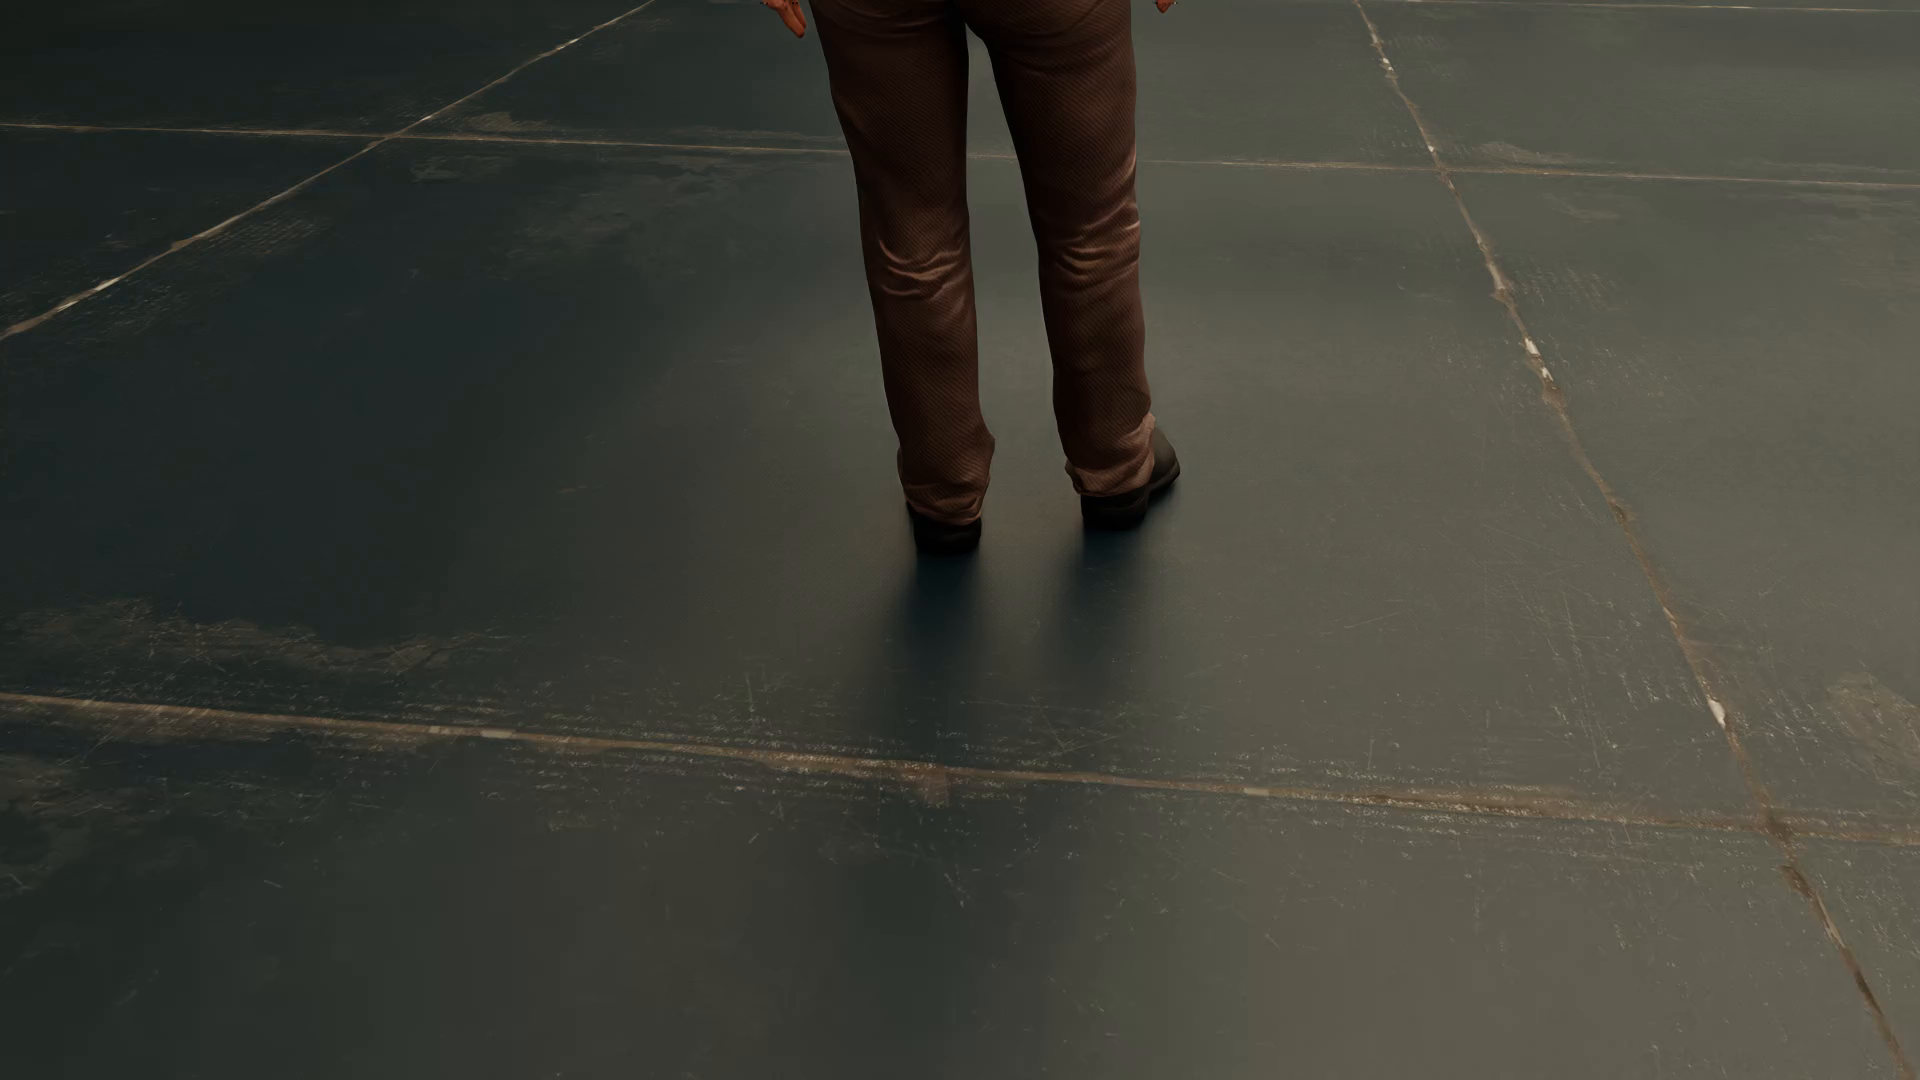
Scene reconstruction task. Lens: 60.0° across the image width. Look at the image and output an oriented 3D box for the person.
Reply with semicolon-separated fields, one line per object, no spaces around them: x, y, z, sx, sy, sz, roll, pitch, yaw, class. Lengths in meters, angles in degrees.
0.016;-0.804;2.168;0.633;1.722;0.566;3;27;7;person
